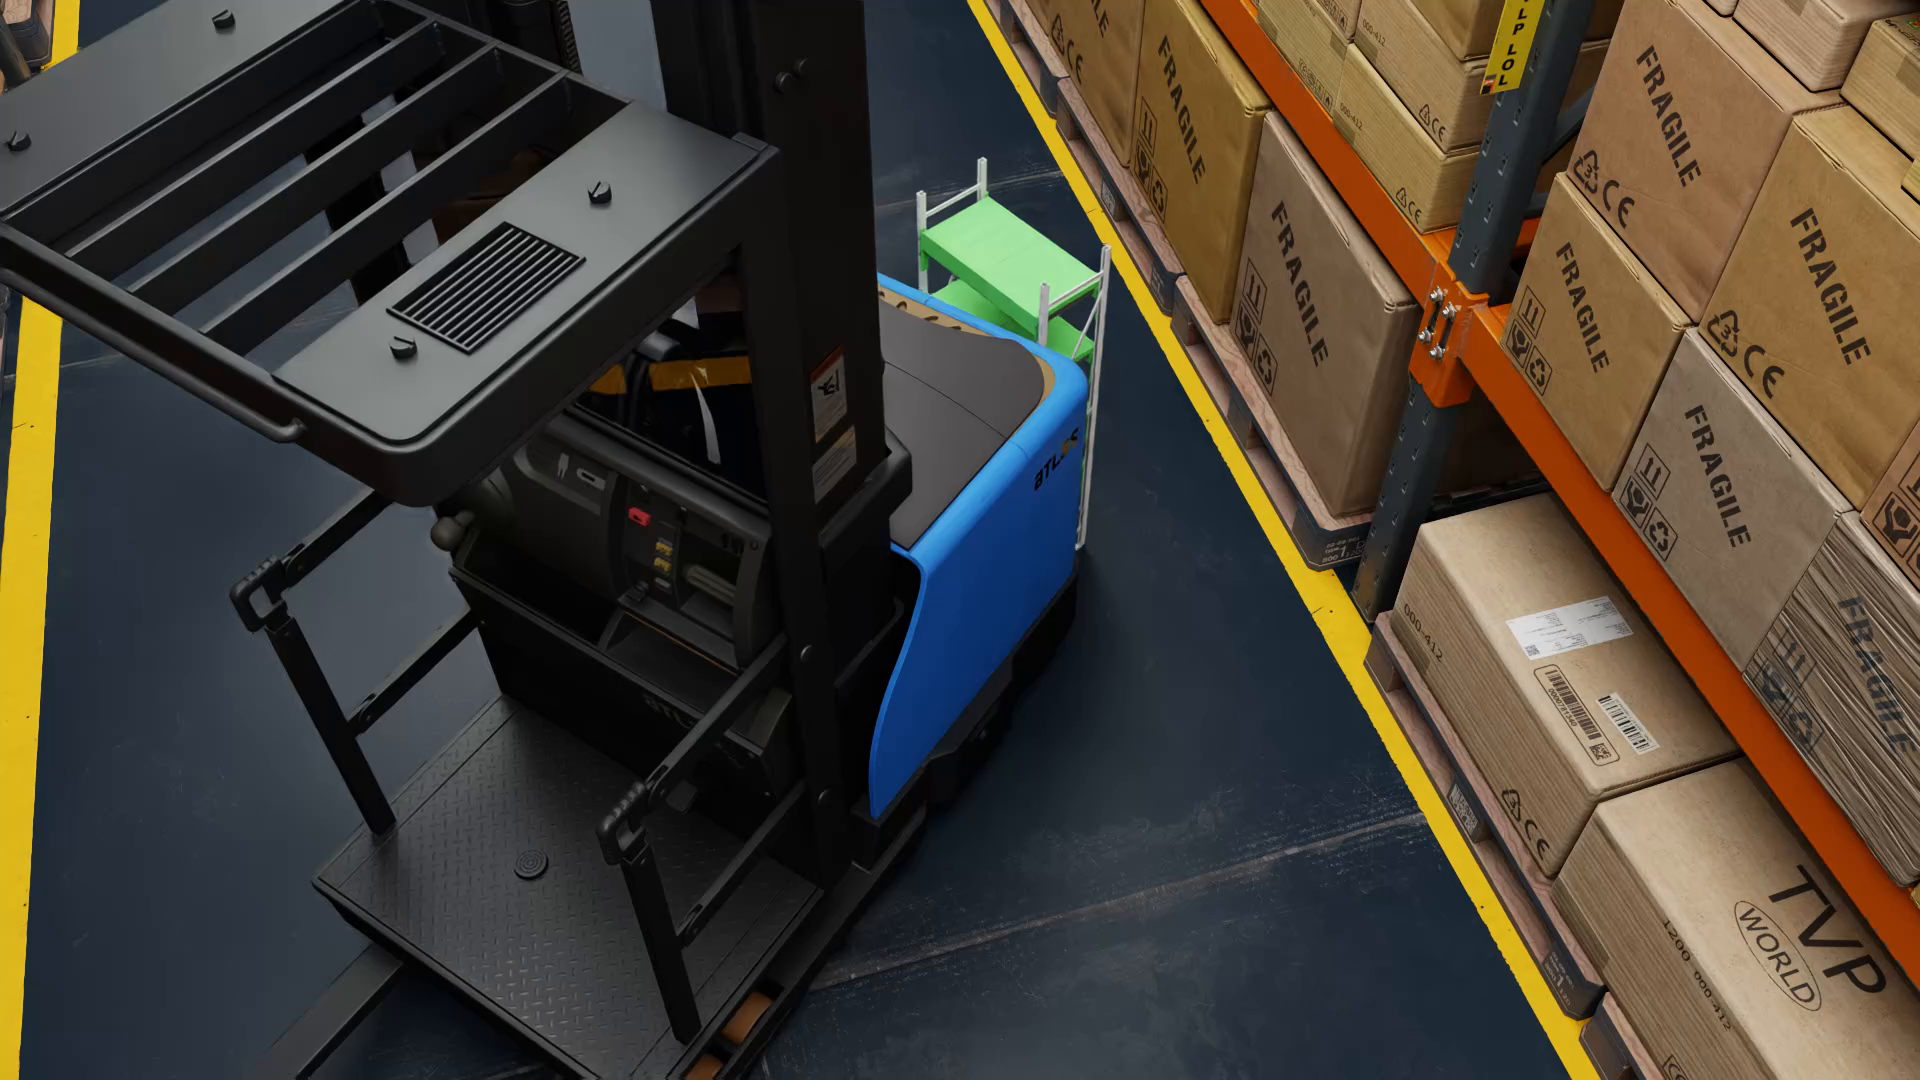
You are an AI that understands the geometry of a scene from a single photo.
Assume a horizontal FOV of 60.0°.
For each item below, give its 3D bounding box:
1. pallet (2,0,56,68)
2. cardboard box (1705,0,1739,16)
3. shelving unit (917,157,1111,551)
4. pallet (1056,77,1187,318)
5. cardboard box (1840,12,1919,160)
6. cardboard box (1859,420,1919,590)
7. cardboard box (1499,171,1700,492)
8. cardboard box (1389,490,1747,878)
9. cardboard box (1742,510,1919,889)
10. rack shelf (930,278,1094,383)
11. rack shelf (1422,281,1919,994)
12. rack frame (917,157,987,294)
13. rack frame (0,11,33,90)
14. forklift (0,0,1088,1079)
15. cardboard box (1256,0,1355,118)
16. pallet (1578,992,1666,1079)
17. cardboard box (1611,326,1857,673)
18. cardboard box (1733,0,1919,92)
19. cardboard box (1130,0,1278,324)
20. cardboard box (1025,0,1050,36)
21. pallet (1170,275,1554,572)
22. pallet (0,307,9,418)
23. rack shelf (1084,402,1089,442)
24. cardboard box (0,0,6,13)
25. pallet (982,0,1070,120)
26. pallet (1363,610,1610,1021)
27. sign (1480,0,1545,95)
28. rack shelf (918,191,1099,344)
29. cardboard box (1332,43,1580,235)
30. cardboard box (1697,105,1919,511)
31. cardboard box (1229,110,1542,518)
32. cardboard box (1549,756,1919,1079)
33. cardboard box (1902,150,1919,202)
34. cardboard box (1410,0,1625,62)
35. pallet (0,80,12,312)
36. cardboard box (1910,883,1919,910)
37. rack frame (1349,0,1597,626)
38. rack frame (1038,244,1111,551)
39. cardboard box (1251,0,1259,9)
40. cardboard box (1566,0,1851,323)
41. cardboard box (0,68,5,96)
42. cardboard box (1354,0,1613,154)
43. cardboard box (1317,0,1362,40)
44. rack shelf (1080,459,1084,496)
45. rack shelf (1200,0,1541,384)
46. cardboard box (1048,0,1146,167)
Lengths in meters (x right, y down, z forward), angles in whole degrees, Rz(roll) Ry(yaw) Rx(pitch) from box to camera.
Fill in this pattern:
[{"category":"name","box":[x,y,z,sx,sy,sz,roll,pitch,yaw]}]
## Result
[{"category":"pallet","box":[-4.438,-2.372,7.112,1.003,0.211,1.213,-13,51,-11]},{"category":"cardboard box","box":[1.537,-1.139,3.105,0.380,0.149,0.250,-14,51,-12]},{"category":"shelving unit","box":[0.139,-0.460,4.853,0.258,1.200,0.503,-34,58,-25]},{"category":"pallet","box":[1.027,-1.405,6.296,1.003,0.211,1.213,-13,51,-11]},{"category":"cardboard box","box":[1.744,-0.778,2.801,0.380,0.149,0.250,-14,51,-11]},{"category":"cardboard box","box":[1.886,-0.070,2.627,0.500,0.500,0.500,-12,51,-10]},{"category":"cardboard box","box":[1.581,-0.495,3.640,0.500,0.500,0.500,-12,51,-10]},{"category":"cardboard box","box":[1.775,0.309,4.429,0.875,0.438,0.875,-14,51,-12]},{"category":"cardboard box","box":[1.866,0.238,3.022,0.500,0.500,0.500,-13,51,-11]},{"category":"rack shelf","box":[0.139,-0.573,4.718,0.258,0.148,0.480,-34,58,-25]},{"category":"rack shelf","box":[2.283,0.828,3.061,1.077,0.370,4.000,-13,51,-11]},{"category":"rack frame","box":[-0.022,-0.600,4.971,0.240,1.200,0.015,-34,58,-25]},{"category":"rack frame","box":[-4.231,-2.661,5.531,1.000,3.000,0.127,-13,51,-11]},{"category":"forklift","box":[-0.890,0.043,3.297,1.130,2.935,3.031,27,55,21]},{"category":"cardboard box","box":[1.169,-1.459,4.616,0.500,0.250,0.500,-14,51,-11]},{"category":"pallet","box":[2.207,1.500,3.848,1.003,0.211,1.213,-13,51,-11]},{"category":"cardboard box","box":[1.726,-0.127,3.329,0.500,0.500,0.500,-13,51,-11]},{"category":"cardboard box","box":[1.629,-0.955,2.950,0.380,0.149,0.250,-13,51,-10]},{"category":"cardboard box","box":[1.158,-1.408,5.590,0.875,0.875,0.875,-12,51,-10]},{"category":"cardboard box","box":[0.634,-2.713,6.691,0.875,0.875,0.875,-14,51,-11]},{"category":"pallet","box":[1.392,-0.512,5.544,1.003,0.211,1.213,-13,51,-11]},{"category":"pallet","box":[-3.690,-0.319,5.381,1.003,0.211,1.213,-13,51,-11]},{"category":"rack shelf","box":[0.139,-0.418,4.902,0.258,0.148,0.480,-34,58,-25]},{"category":"cardboard box","box":[-4.403,-2.490,6.665,0.875,0.625,0.625,-12,51,-10]},{"category":"pallet","box":[0.670,-2.294,7.046,1.003,0.211,1.213,-13,51,-11]},{"category":"pallet","box":[1.842,0.607,4.600,1.003,0.211,1.213,-13,51,-11]},{"category":"sign","box":[1.177,-1.083,3.495,0.100,0.325,0.005,-13,51,-11]},{"category":"rack shelf","box":[0.139,-0.728,4.535,0.258,0.148,0.480,-34,58,-25]},{"category":"cardboard box","box":[1.319,-1.087,4.303,0.500,0.250,0.500,-14,51,-12]},{"category":"cardboard box","box":[1.745,-0.446,2.945,0.500,0.500,0.500,-14,51,-11]},{"category":"cardboard box","box":[1.432,-0.750,5.035,0.875,0.875,0.875,-12,51,-10]},{"category":"cardboard box","box":[2.040,0.962,3.878,0.875,0.438,0.875,-15,51,-12]},{"category":"cardboard box","box":[1.759,-0.583,2.636,0.380,0.149,0.250,-14,51,-11]},{"category":"cardboard box","box":[1.320,-1.489,3.824,0.500,0.500,0.500,-12,51,-10]},{"category":"pallet","box":[-4.047,-1.208,6.131,1.003,0.211,1.213,-13,51,-11]},{"category":"cardboard box","box":[2.019,0.614,2.705,0.500,0.500,0.500,-12,51,-10]},{"category":"rack frame","box":[1.692,-0.865,4.017,1.000,3.000,0.127,-13,51,-11]},{"category":"rack frame","box":[0.299,-0.319,4.734,0.240,1.200,0.015,-34,58,-25]},{"category":"cardboard box","box":[1.038,-1.832,4.931,0.500,0.250,0.500,-15,51,-12]},{"category":"cardboard box","box":[1.601,-0.817,3.257,0.500,0.500,0.500,-13,51,-11]},{"category":"cardboard box","box":[-3.901,-1.731,6.107,0.500,0.500,0.500,-12,51,-10]},{"category":"cardboard box","box":[1.329,-1.244,4.108,0.500,0.250,0.500,-13,51,-11]},{"category":"cardboard box","box":[1.174,-1.608,4.415,0.500,0.250,0.500,-12,51,-10]},{"category":"rack shelf","box":[0.139,-0.264,5.085,0.258,0.148,0.480,-34,58,-25]},{"category":"rack shelf","box":[1.101,-2.094,5.524,1.077,0.370,4.000,-13,51,-11]},{"category":"cardboard box","box":[0.894,-2.061,6.141,0.875,0.875,0.875,-13,51,-11]}]
